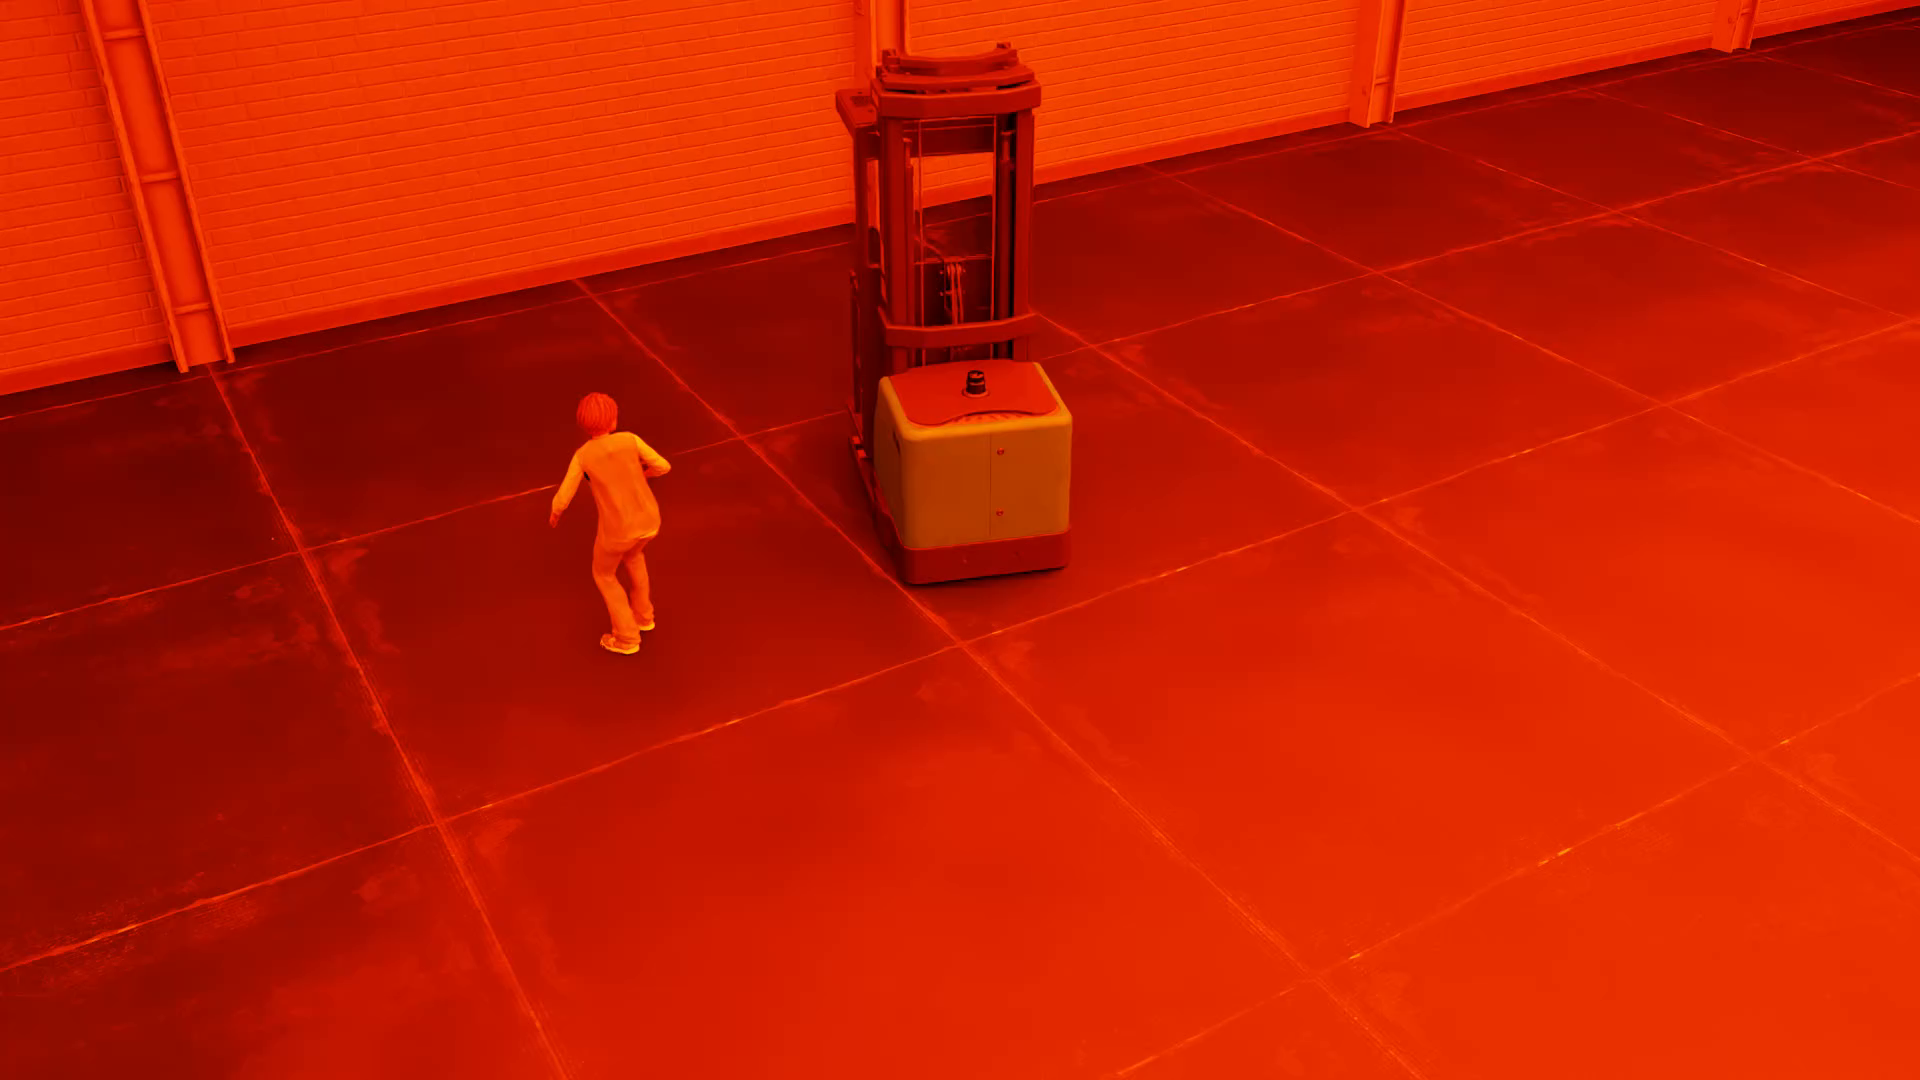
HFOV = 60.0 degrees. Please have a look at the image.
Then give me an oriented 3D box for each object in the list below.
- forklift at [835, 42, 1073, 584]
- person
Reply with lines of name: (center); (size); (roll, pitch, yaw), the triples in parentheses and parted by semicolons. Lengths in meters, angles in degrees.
forklift: (-0.151, -1.739, 10.551); (1.130, 2.935, 3.031); (-7, 32, -11)
person: (-1.910, -0.095, 9.186); (0.656, 1.548, 0.484); (-20, 36, -30)
